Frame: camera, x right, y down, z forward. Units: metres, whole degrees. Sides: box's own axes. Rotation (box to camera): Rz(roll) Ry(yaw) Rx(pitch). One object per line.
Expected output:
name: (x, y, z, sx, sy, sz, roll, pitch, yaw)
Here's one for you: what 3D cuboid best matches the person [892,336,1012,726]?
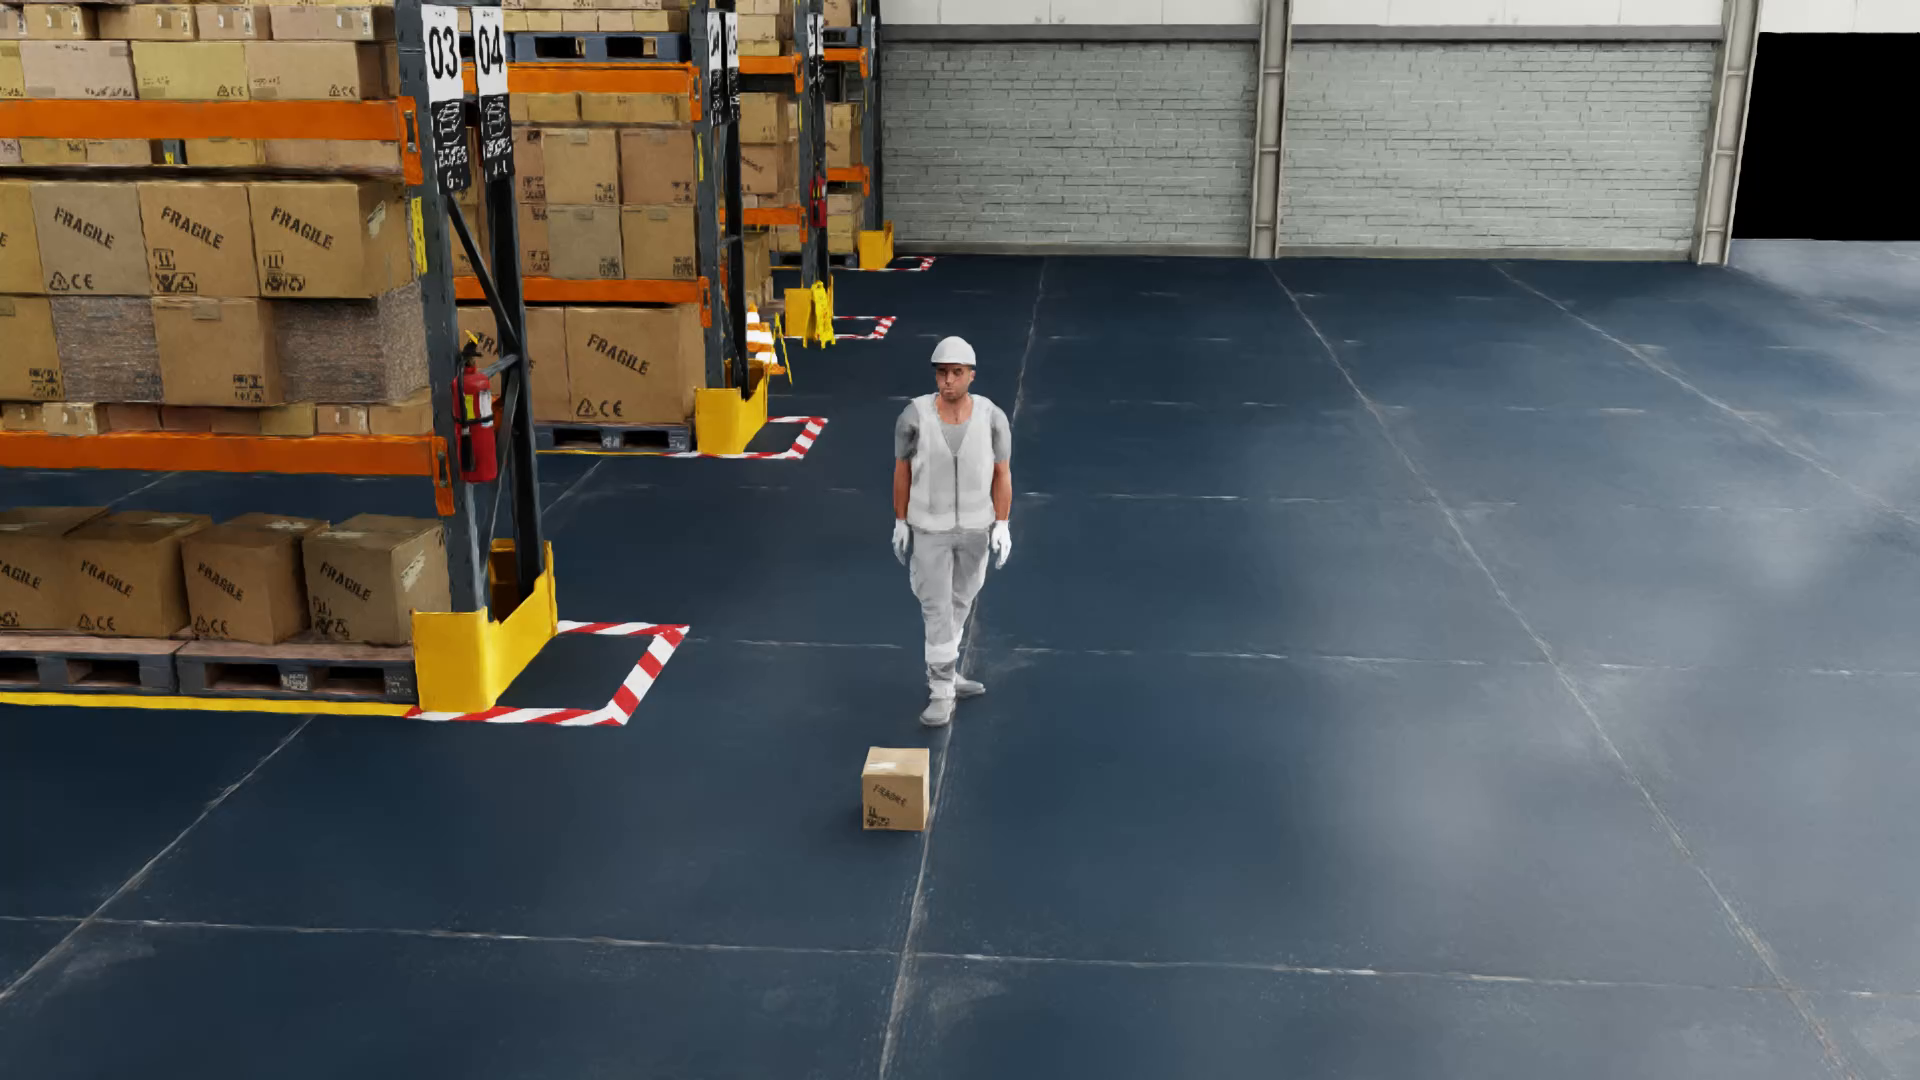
person: (-0.039, -0.059, 7.654, 0.546, 1.792, 0.480, -4, 18, -14)
